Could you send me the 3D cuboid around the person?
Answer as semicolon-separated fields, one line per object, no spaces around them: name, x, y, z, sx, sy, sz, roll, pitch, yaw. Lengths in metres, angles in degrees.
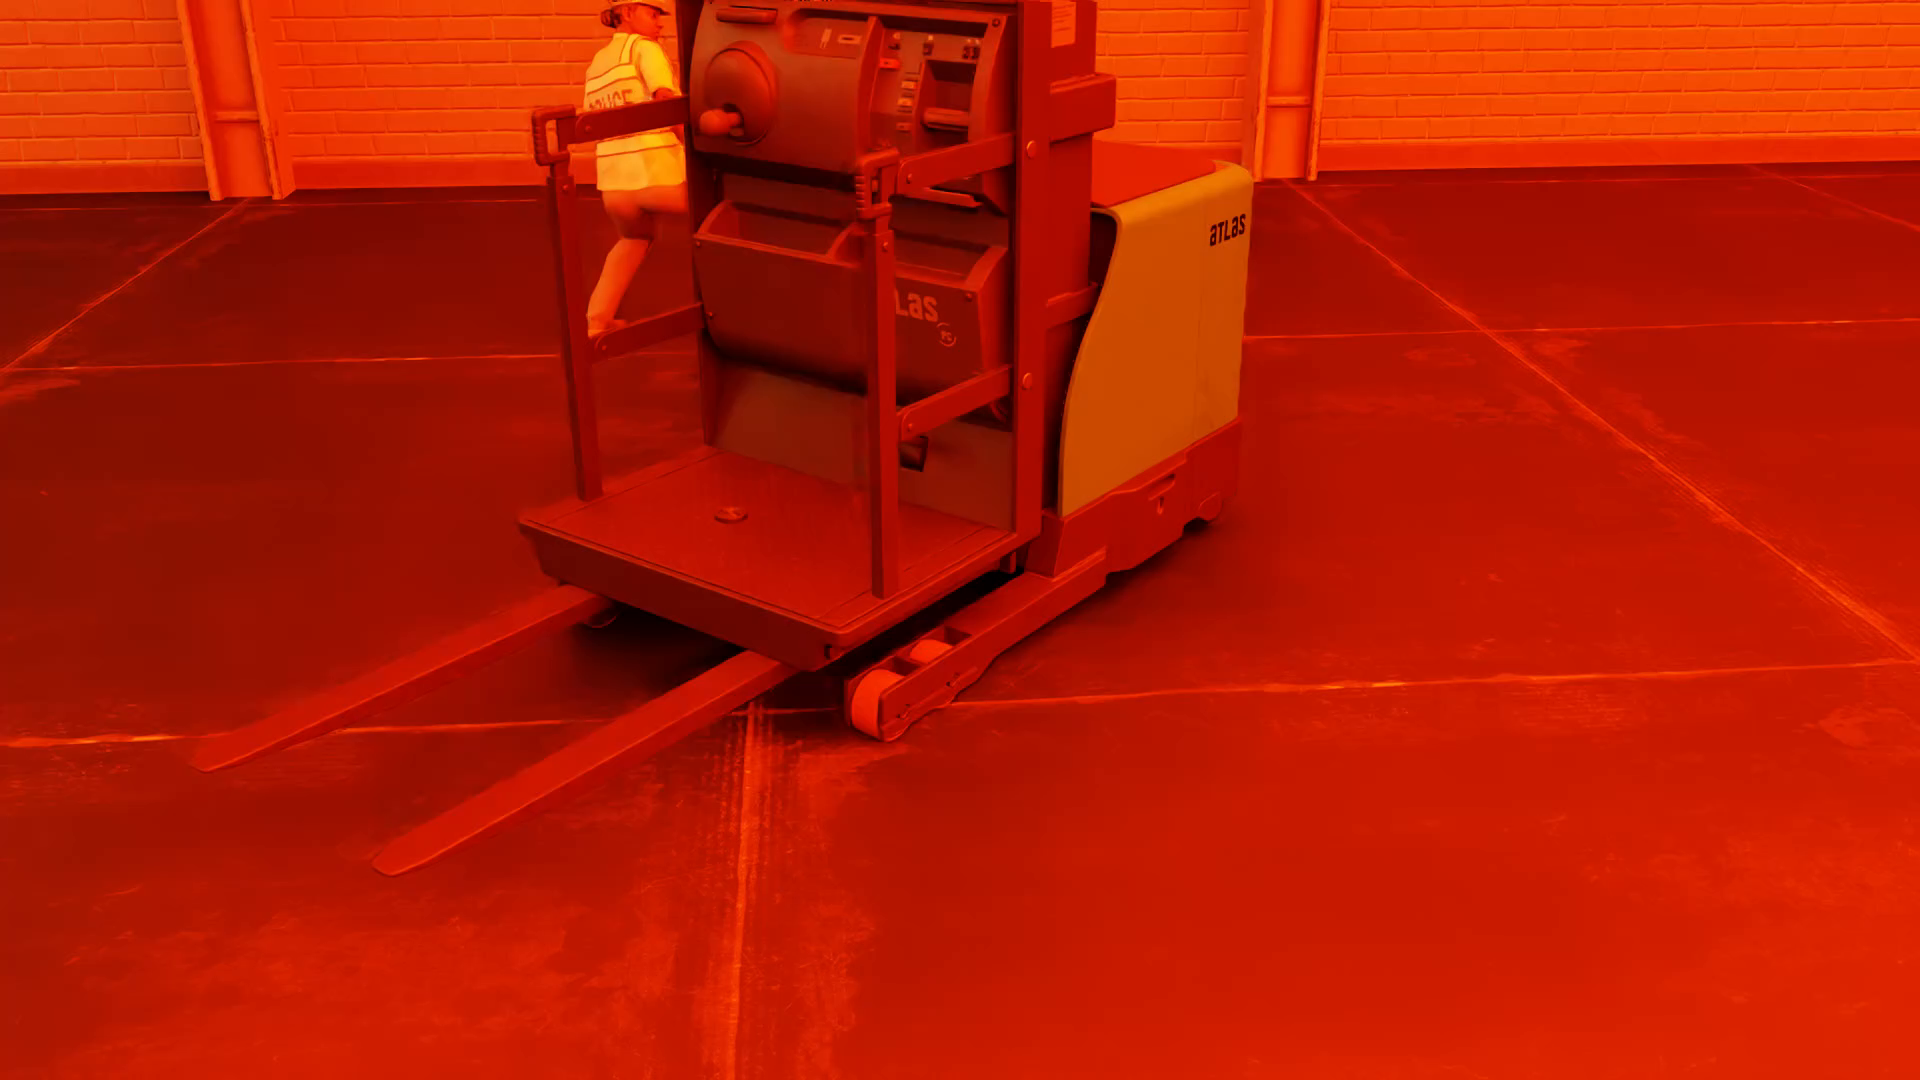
person;-1.192;-1.496;6.686;0.723;1.457;0.652;10;26;22

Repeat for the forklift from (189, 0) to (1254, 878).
forklift;-0.412;-1.091;3.836;1.130;2.935;3.031;16;28;33
